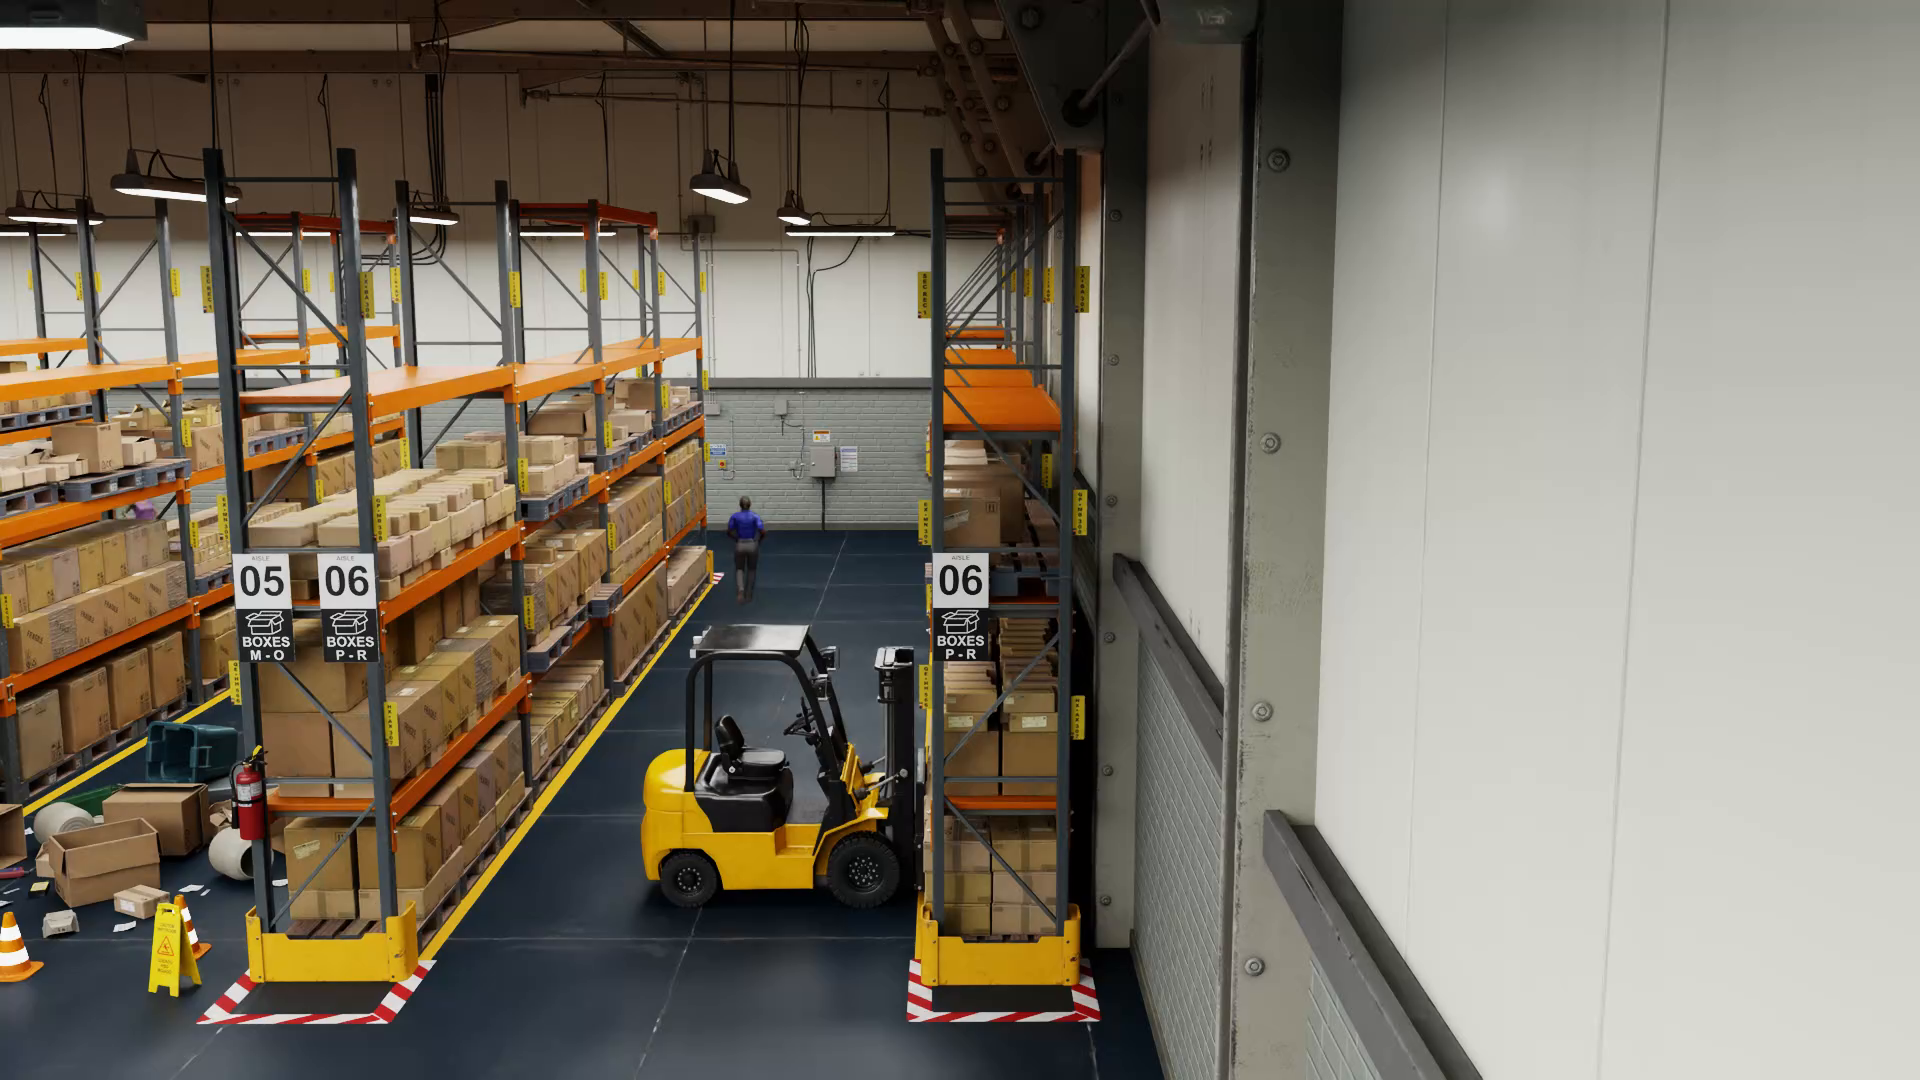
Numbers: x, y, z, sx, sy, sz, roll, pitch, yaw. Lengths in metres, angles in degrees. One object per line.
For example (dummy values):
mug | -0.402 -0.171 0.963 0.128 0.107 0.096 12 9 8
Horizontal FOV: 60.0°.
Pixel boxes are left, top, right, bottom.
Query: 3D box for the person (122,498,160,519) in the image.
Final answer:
person | -14.127 -0.569 28.818 0.546 0.800 0.545 4 10 22

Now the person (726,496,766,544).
person | -3.170 -0.285 24.662 0.575 0.752 0.399 -1 9 -4
